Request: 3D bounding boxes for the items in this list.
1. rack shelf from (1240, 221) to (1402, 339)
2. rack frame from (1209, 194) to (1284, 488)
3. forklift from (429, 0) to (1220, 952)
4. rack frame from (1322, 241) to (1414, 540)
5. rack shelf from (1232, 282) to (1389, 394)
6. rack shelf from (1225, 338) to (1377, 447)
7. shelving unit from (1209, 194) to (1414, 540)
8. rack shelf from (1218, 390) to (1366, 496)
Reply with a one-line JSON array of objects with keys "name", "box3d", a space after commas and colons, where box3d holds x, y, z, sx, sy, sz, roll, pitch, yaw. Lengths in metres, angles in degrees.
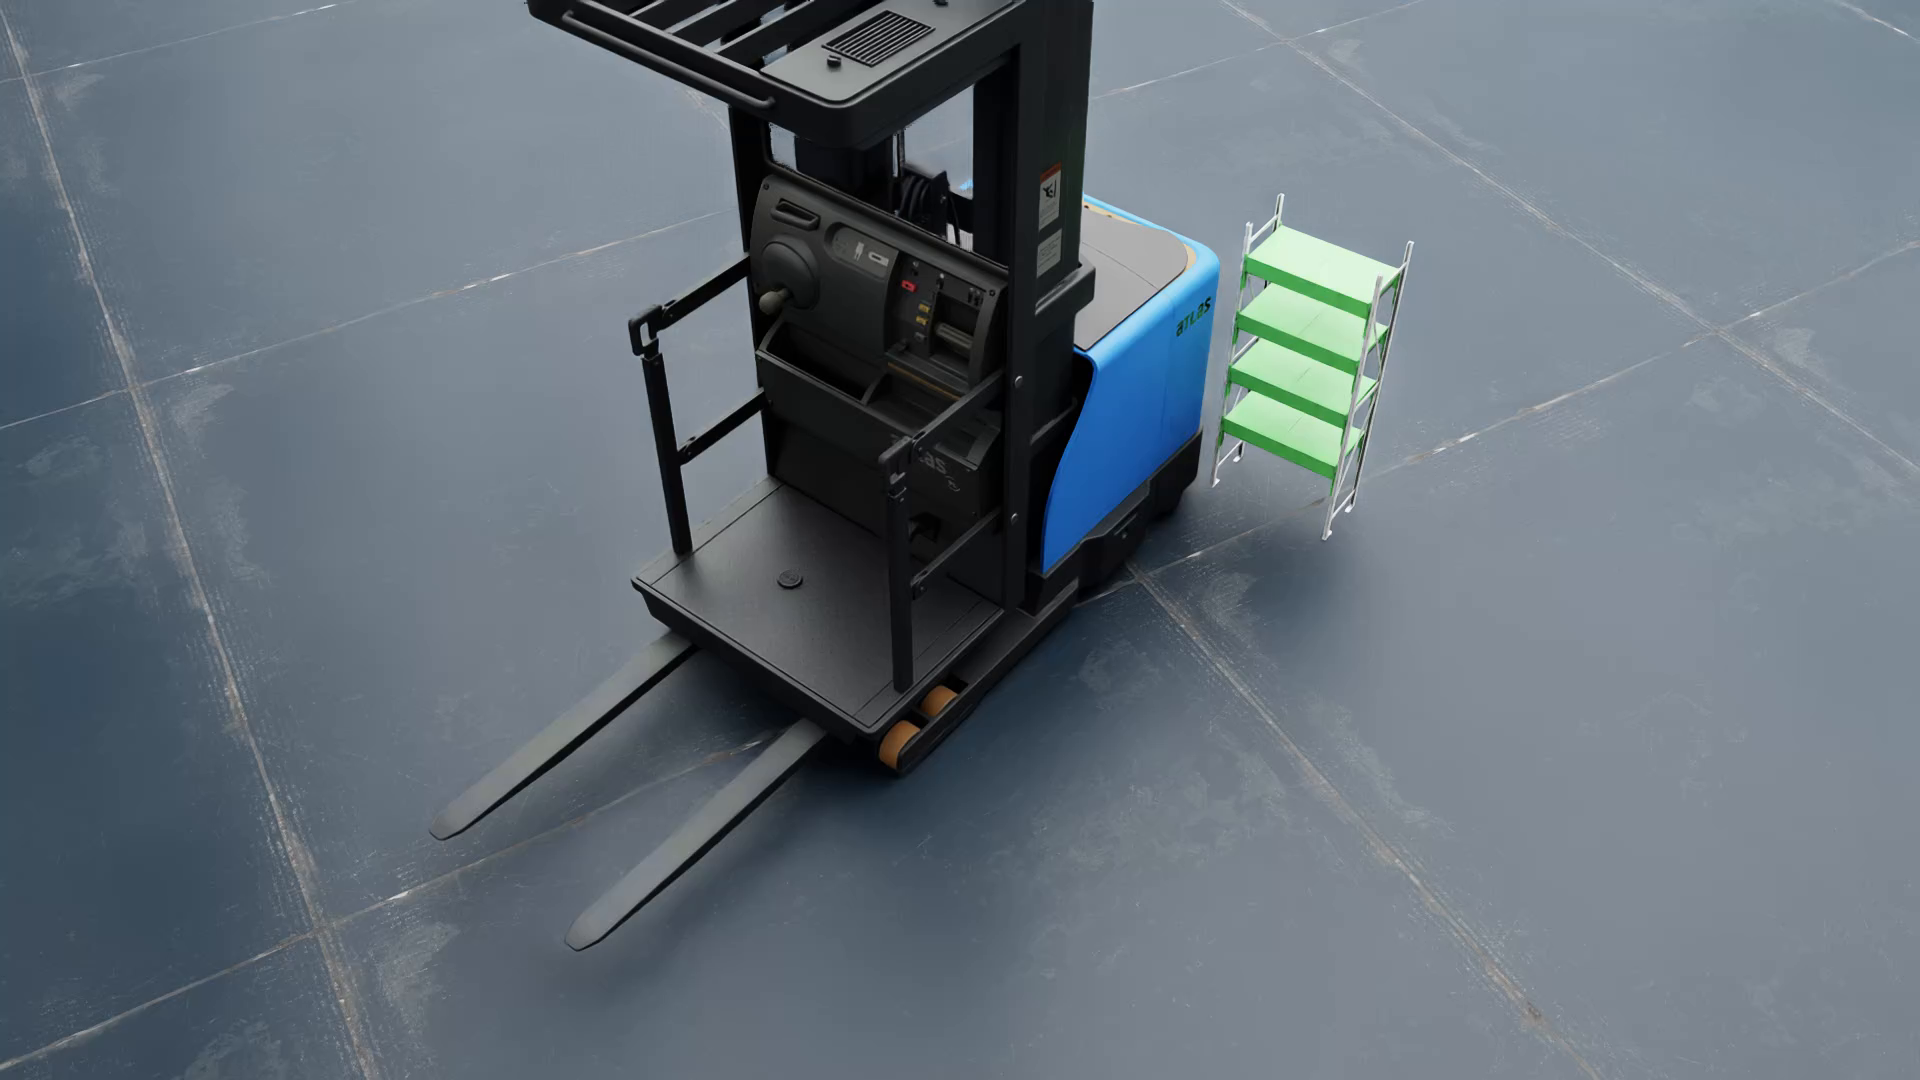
[{"name": "rack shelf", "box3d": [1.241, -0.898, 5.716, 0.480, 0.148, 0.258, 27, 50, 25]}, {"name": "rack frame", "box3d": [1.046, -0.701, 6.110, 0.015, 1.200, 0.240, 27, 50, 25]}, {"name": "forklift", "box3d": [-0.399, -0.689, 4.855, 1.130, 2.935, 3.031, 29, 51, 27]}, {"name": "rack frame", "box3d": [1.437, -0.498, 5.902, 0.015, 1.200, 0.240, 27, 50, 25]}, {"name": "rack shelf", "box3d": [1.241, -0.726, 5.883, 0.480, 0.148, 0.258, 27, 50, 25]}, {"name": "rack shelf", "box3d": [1.241, -0.553, 6.051, 0.480, 0.148, 0.258, 27, 50, 25]}, {"name": "shelving unit", "box3d": [1.241, -0.599, 6.006, 0.503, 1.200, 0.258, 27, 50, 25]}, {"name": "rack shelf", "box3d": [1.241, -0.381, 6.218, 0.480, 0.148, 0.258, 27, 50, 25]}]
